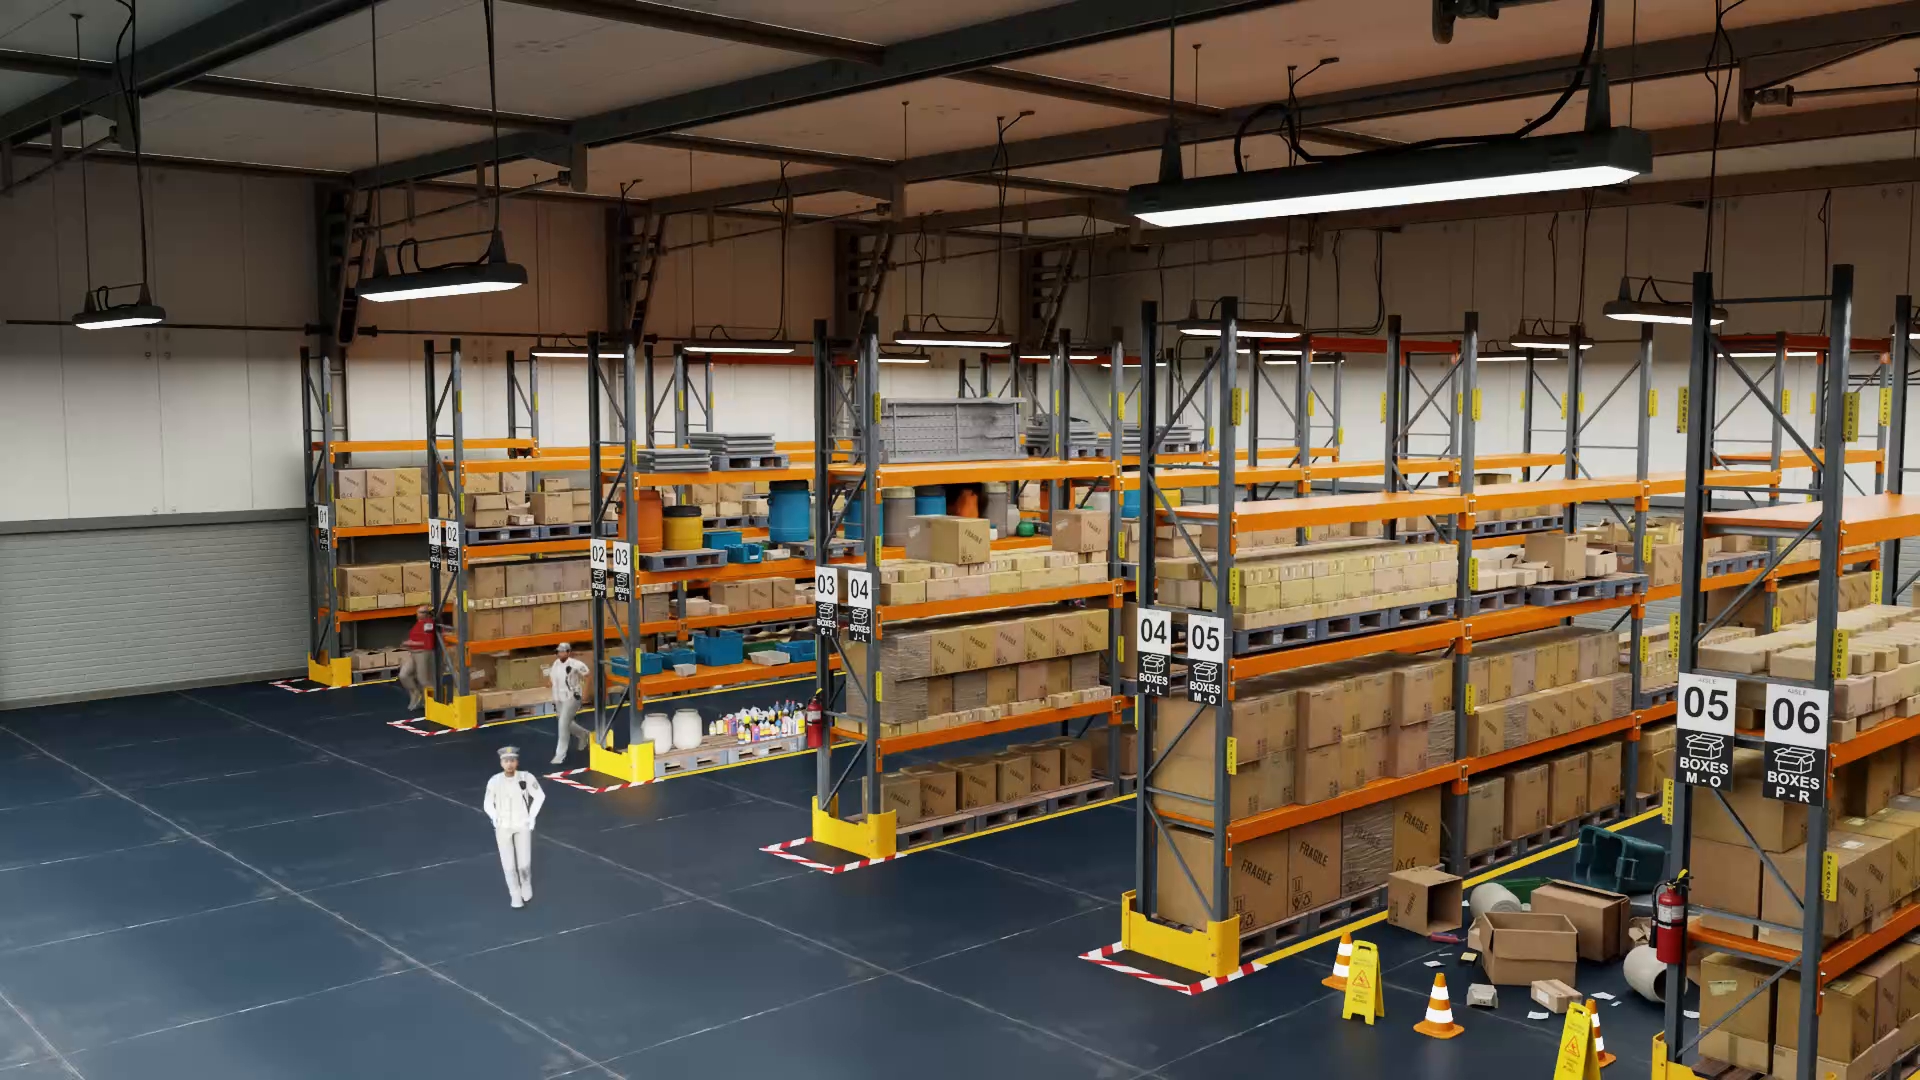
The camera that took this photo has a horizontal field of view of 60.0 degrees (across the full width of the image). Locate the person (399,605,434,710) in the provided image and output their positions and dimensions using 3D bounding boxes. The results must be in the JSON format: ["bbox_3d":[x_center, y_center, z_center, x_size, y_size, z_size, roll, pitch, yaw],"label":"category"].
[{"bbox_3d":[-8.814,1.941,27.171,0.633,1.742,0.634,4,7,40],"label":"person"}]

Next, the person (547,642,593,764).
[{"bbox_3d":[-5.552,2.277,23.589,0.637,1.682,0.890,3,6,30],"label":"person"}]

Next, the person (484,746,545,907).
[{"bbox_3d":[-4.457,2.876,16.609,0.589,1.648,0.528,-1,5,-10],"label":"person"}]
